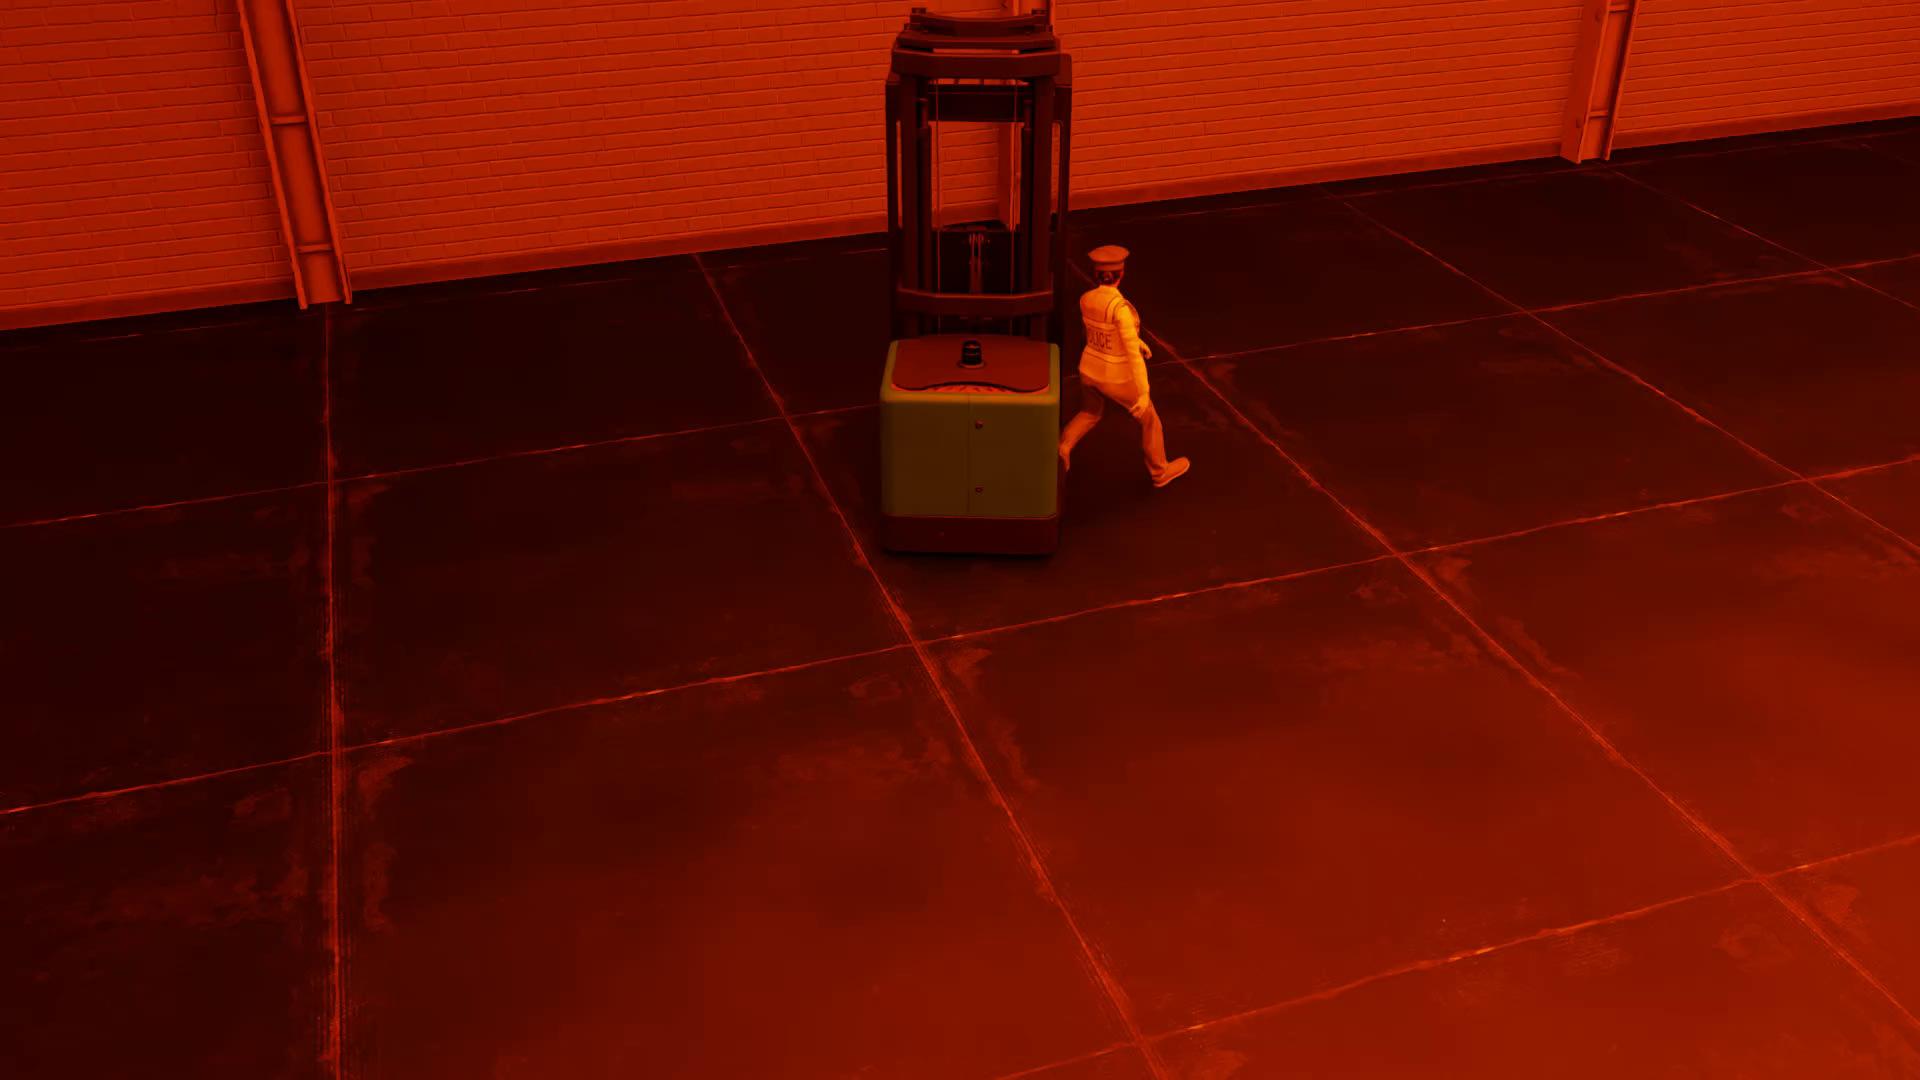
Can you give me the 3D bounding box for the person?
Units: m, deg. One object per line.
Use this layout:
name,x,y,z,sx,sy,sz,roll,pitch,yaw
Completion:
person,1.009,-1.024,10.225,0.893,1.584,0.668,-23,37,-34

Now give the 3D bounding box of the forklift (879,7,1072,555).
forklift,0.121,-1.884,10.362,1.130,2.935,3.031,1,30,2
